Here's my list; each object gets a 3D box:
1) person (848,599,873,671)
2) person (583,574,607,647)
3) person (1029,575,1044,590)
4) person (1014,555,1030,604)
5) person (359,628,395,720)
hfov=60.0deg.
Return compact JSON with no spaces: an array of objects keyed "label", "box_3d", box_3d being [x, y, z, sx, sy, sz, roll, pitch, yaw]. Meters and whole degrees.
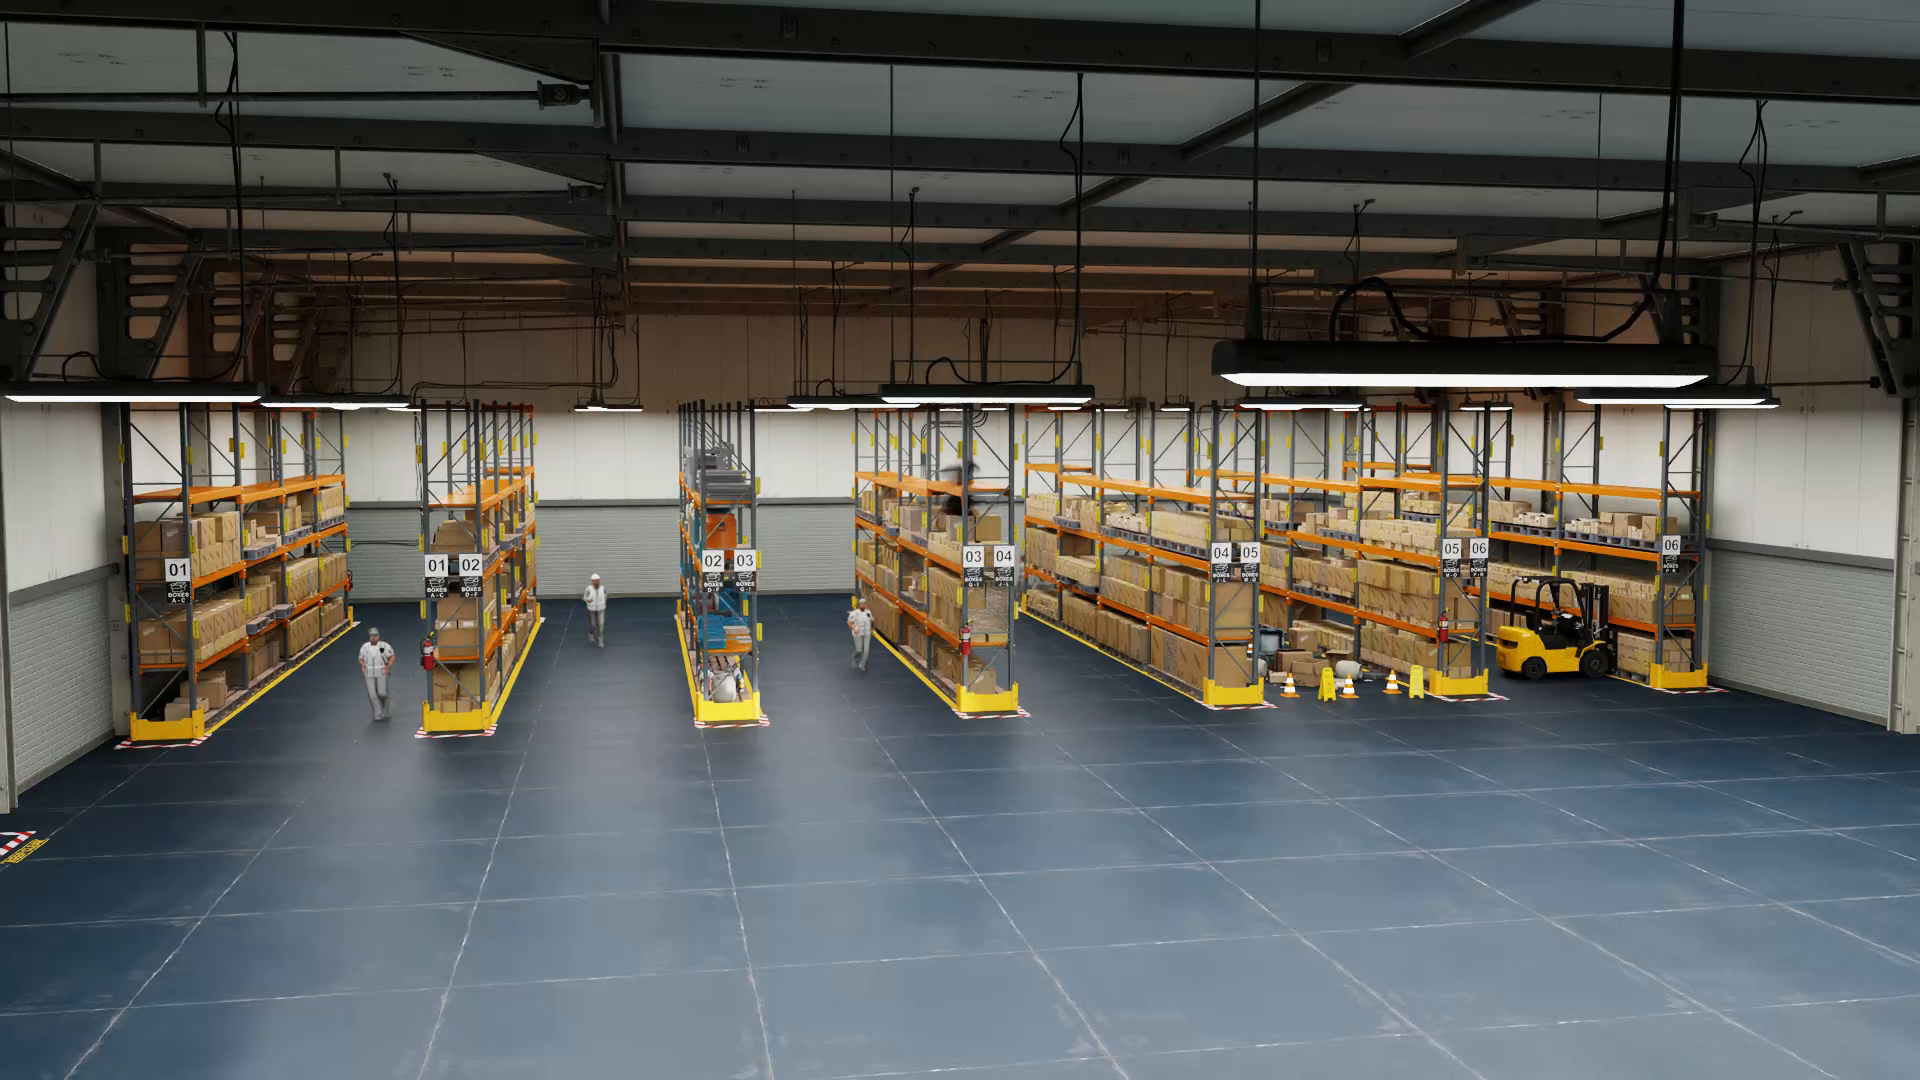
[{"label":"person","box_3d":[-2.185,2.115,37.098,0.588,1.620,0.543,-2,5,-24]},{"label":"person","box_3d":[-9.026,1.718,41.199,0.632,1.774,0.954,-2,5,-21]},{"label":"person","box_3d":[2.353,1.151,49.959,0.496,1.639,0.629,-1,5,-18]},{"label":"person","box_3d":[1.911,1.211,49.791,0.743,1.559,0.620,0,4,-6]},{"label":"person","box_3d":[-10.912,2.507,31.061,0.638,1.729,0.586,-1,4,-9]}]
